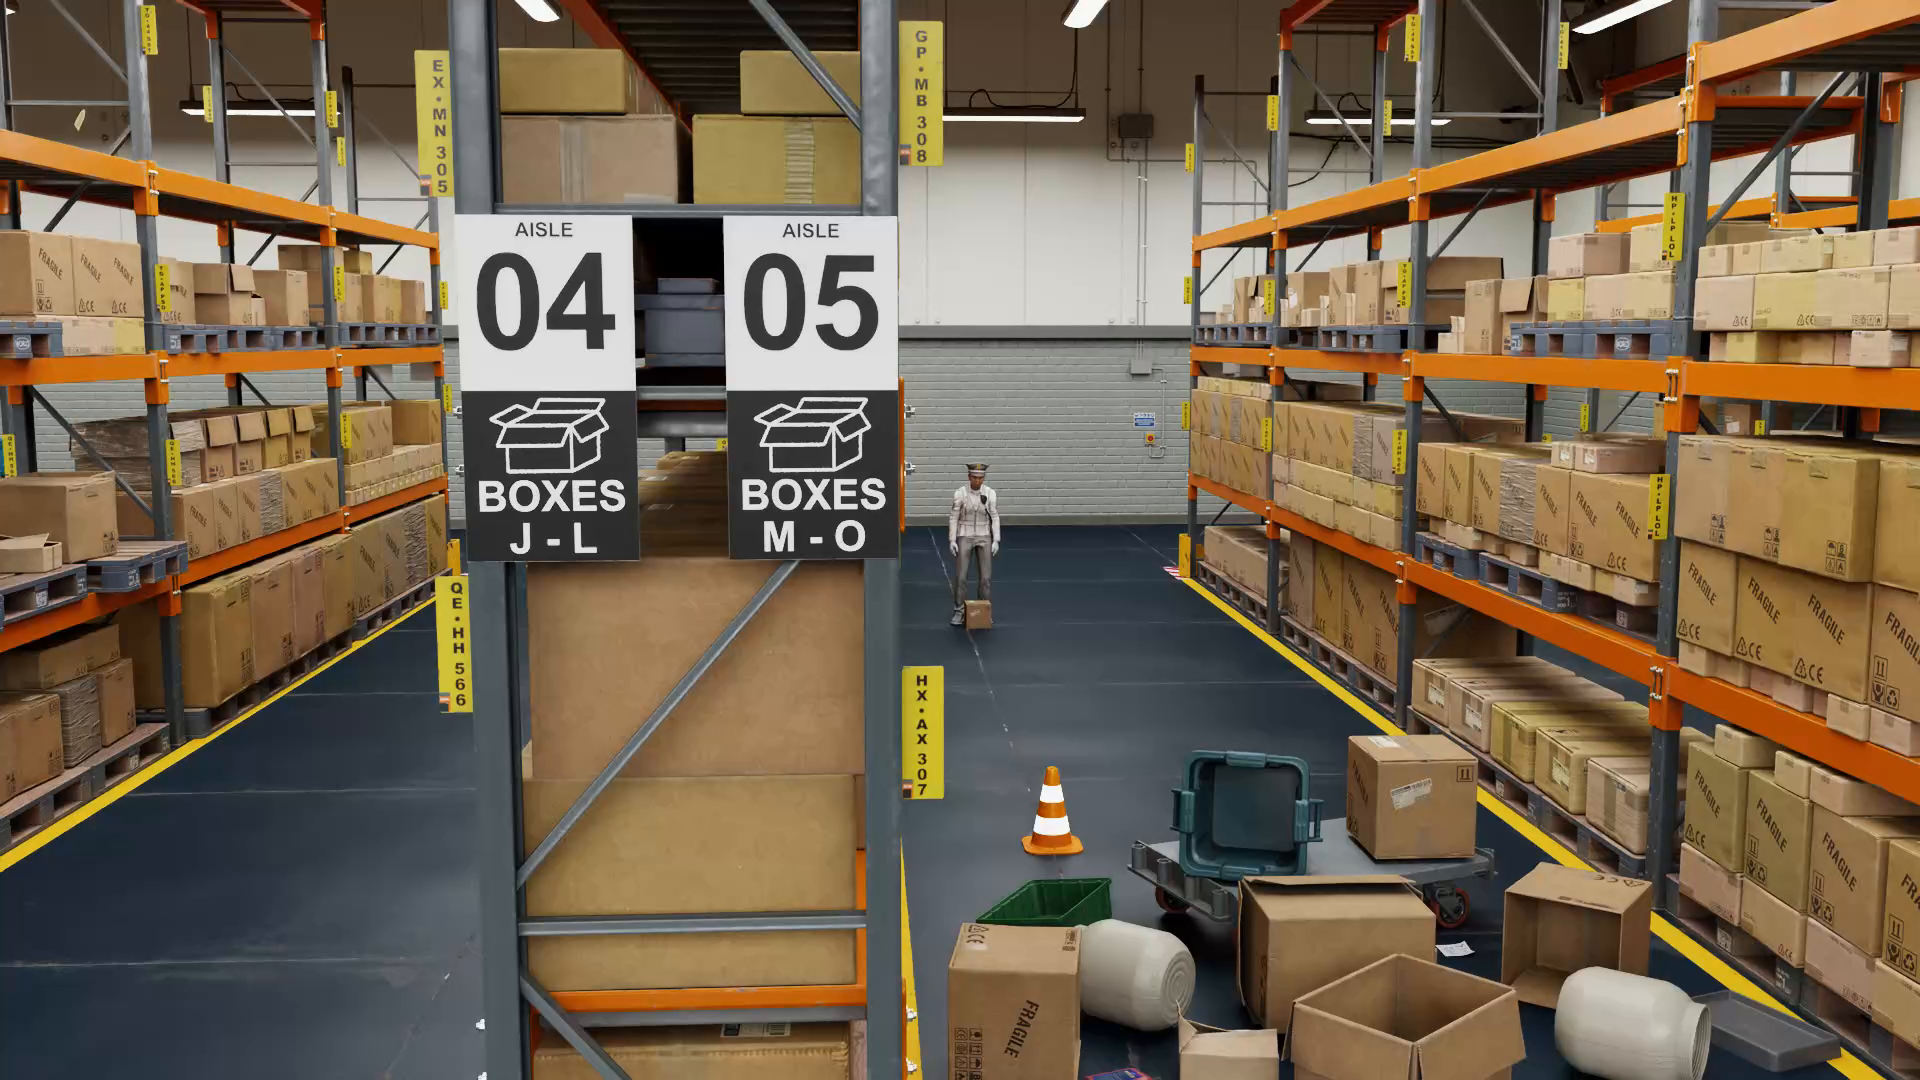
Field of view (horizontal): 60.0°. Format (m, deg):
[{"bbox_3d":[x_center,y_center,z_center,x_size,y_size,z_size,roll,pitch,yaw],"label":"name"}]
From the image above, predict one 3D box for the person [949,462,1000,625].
[{"bbox_3d":[0.148,0.026,17.021,0.526,1.663,0.375,0,7,-4],"label":"person"}]
